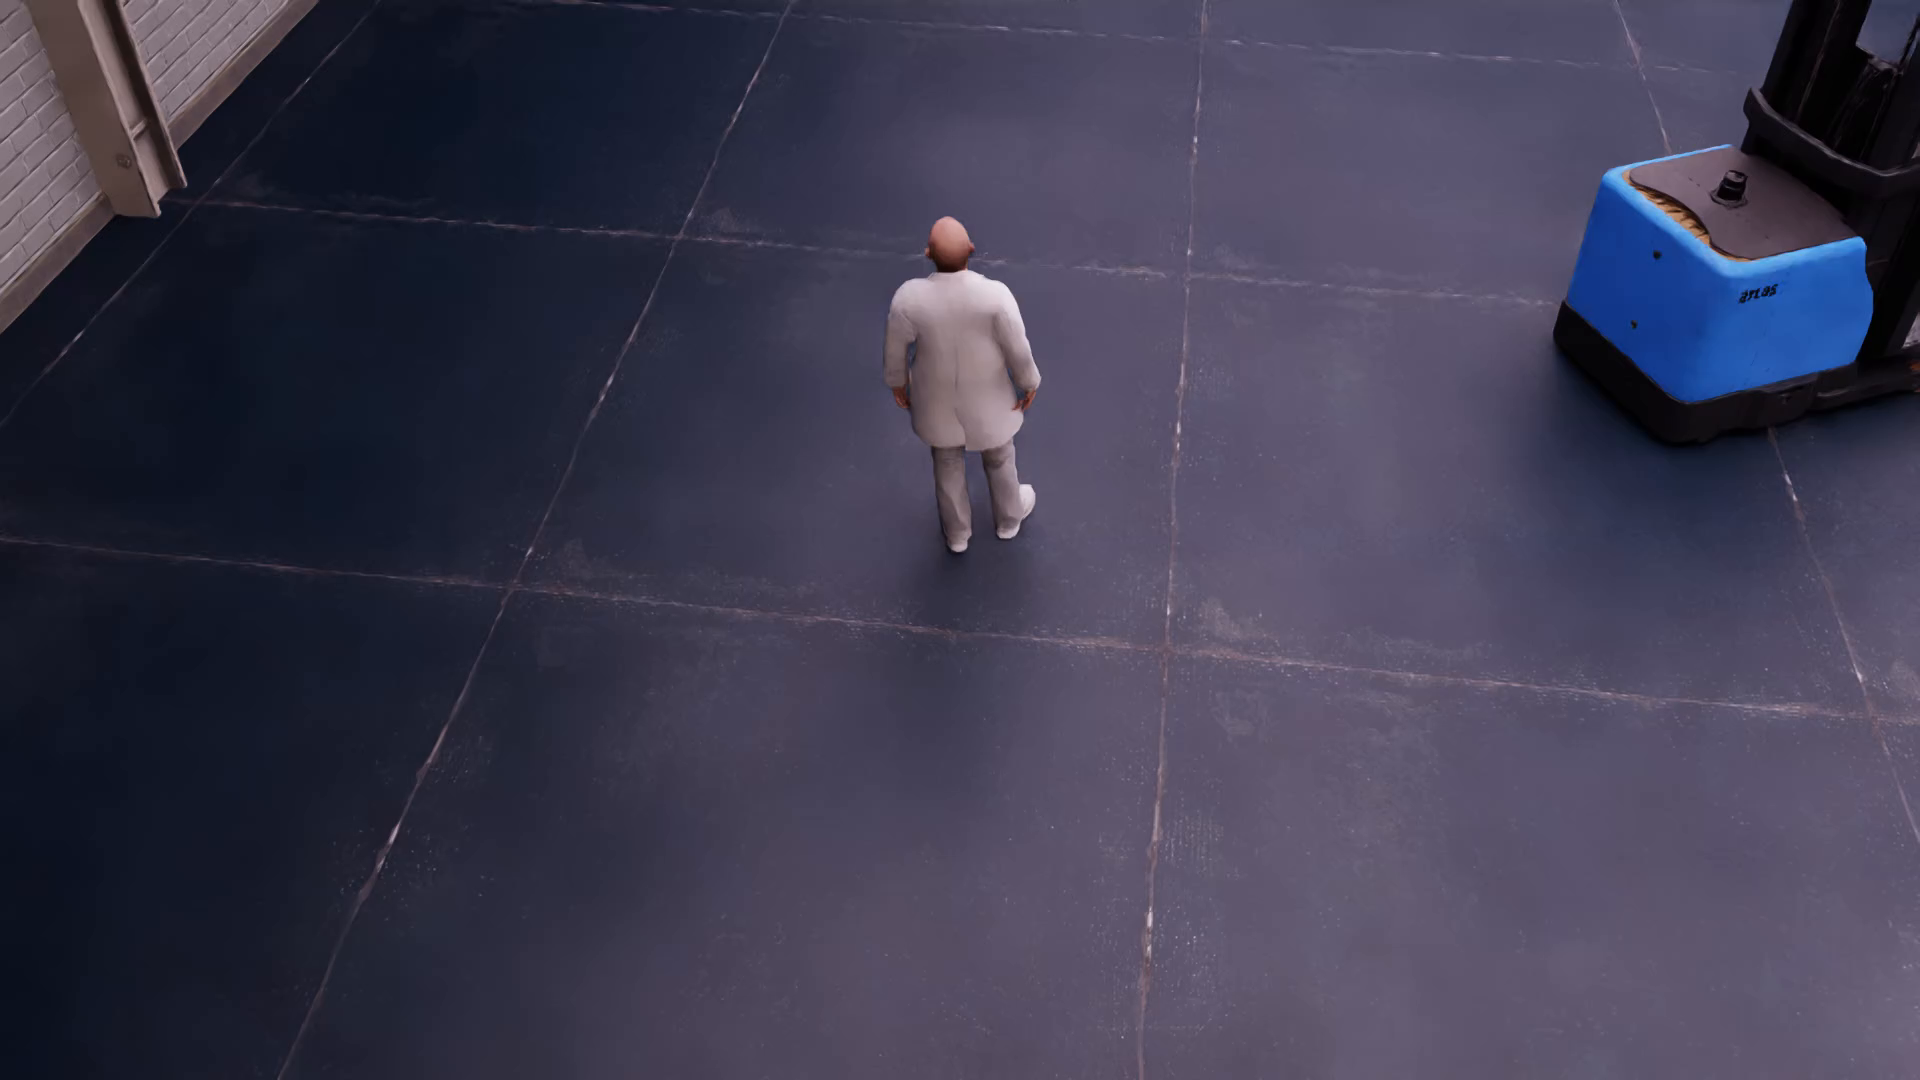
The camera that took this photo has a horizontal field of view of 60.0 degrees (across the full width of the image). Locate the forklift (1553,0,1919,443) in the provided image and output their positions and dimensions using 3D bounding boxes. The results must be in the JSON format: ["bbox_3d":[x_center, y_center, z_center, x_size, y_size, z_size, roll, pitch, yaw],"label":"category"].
[{"bbox_3d":[4.775,-2.180,8.097,3.031,2.935,1.130,-14,44,-15],"label":"forklift"}]

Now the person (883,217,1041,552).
[{"bbox_3d":[0.017,-0.721,7.350,0.694,1.776,0.579,5,43,6],"label":"person"}]
